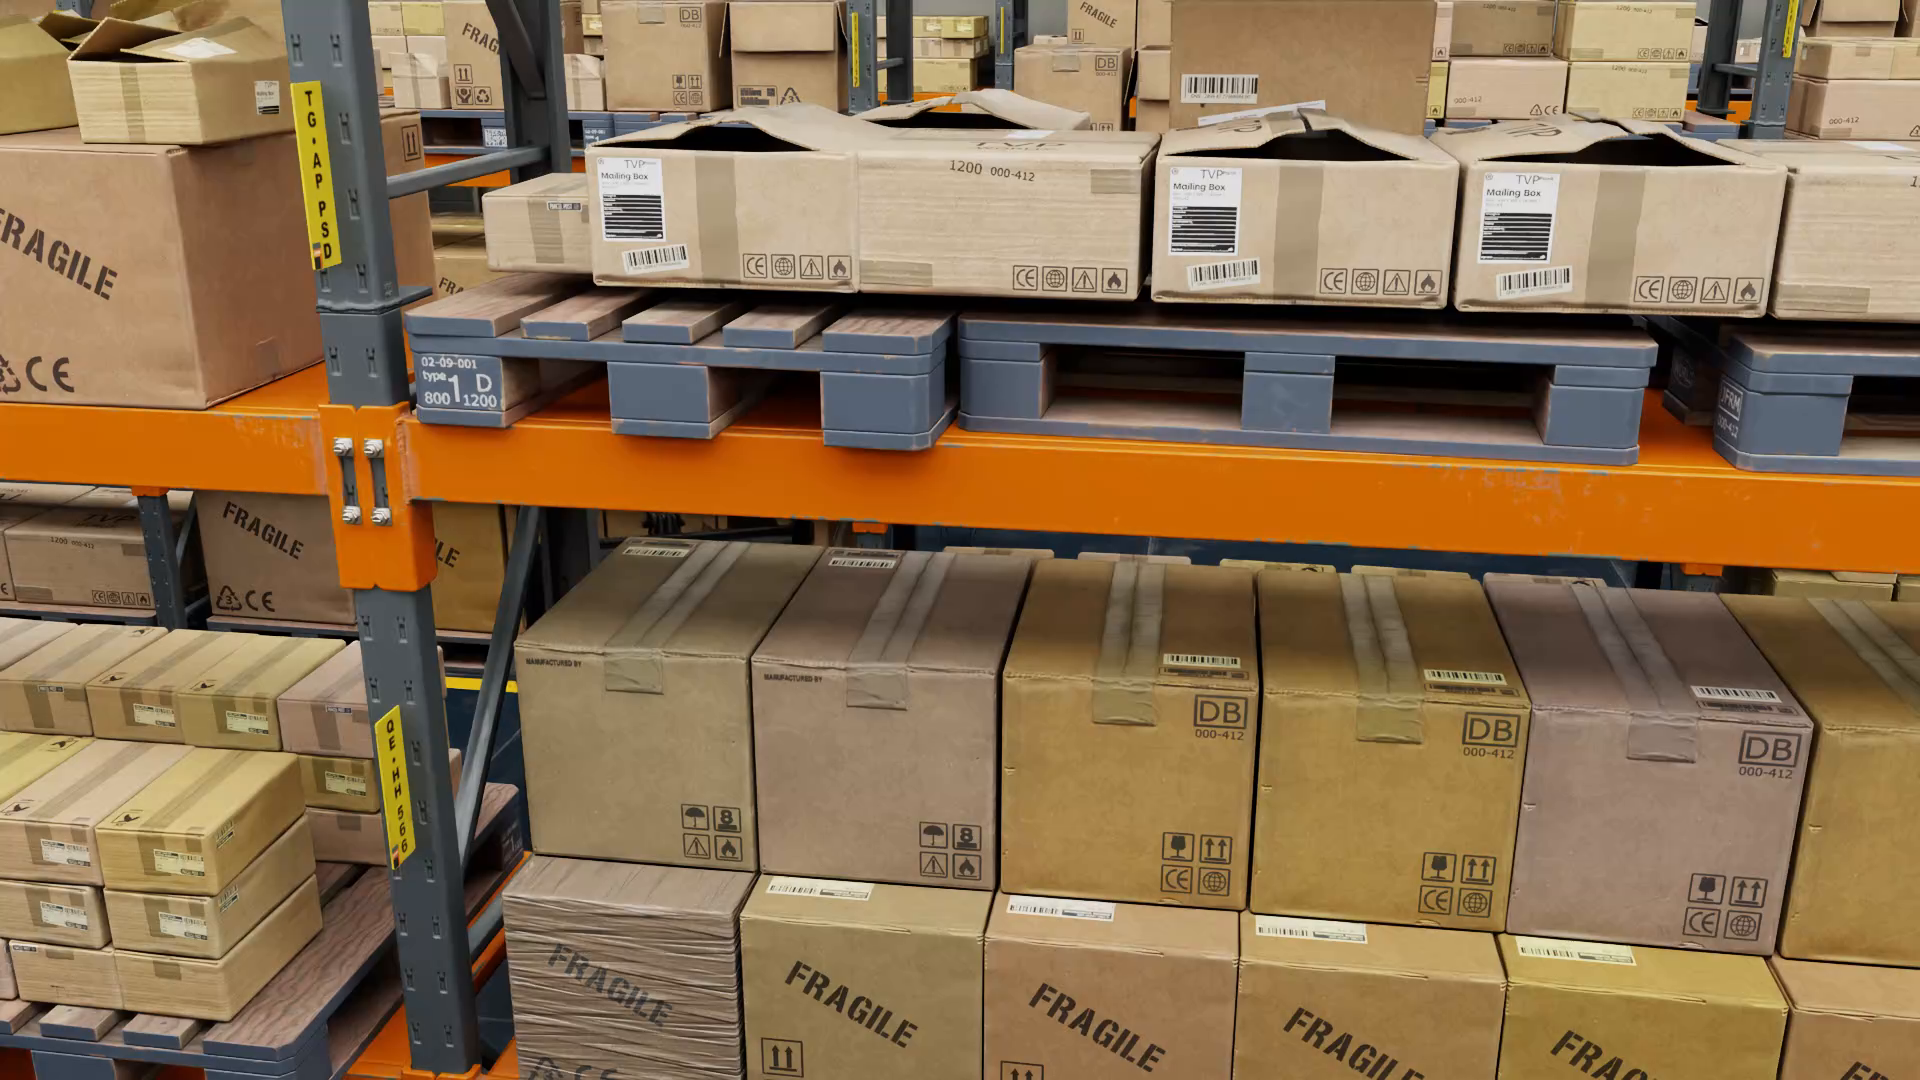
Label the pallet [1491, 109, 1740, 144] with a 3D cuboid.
[{"bbox_3d":[2.975,-1.909,7.850,1.003,0.211,1.213,3,19,9],"label":"pallet"}]

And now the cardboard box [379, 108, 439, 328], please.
[{"bbox_3d":[-1.589,-0.739,3.899,0.500,0.500,0.500,3,19,9],"label":"cardboard box"}]

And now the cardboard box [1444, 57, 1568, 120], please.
[{"bbox_3d":[2.469,-2.073,7.618,0.500,0.250,0.500,3,19,9],"label":"cardboard box"}]

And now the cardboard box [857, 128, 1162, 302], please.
[{"bbox_3d":[0.107,-0.624,3.131,0.500,0.250,0.500,3,19,10],"label":"cardboard box"}]

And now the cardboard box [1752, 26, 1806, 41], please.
[{"bbox_3d":[5.769,-3.502,11.707,0.258,0.266,0.396,2,19,7],"label":"cardboard box"}]

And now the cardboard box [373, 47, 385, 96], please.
[{"bbox_3d":[-3.427,-2.515,8.843,0.500,0.311,0.500,3,19,9],"label":"cardboard box"}]

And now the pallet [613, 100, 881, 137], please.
[{"bbox_3d":[-1.026,-2.061,8.307,1.003,0.211,1.213,4,19,11],"label":"pallet"}]

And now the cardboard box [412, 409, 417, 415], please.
[{"bbox_3d":[-2.924,-0.682,8.849,0.500,0.250,0.500,3,19,8],"label":"cardboard box"}]

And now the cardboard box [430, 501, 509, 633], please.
[{"bbox_3d":[-2.813,-0.056,9.431,0.875,0.875,0.875,3,19,10],"label":"cardboard box"}]

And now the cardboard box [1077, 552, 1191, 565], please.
[{"bbox_3d":[0.905,0.401,8.858,0.625,0.372,0.950,3,19,8],"label":"cardboard box"}]

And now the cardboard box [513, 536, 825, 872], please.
[{"bbox_3d":[-0.625,0.347,3.804,0.500,0.500,0.700,3,19,8],"label":"cardboard box"}]

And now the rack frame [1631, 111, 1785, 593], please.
[{"bbox_3d":[3.568,-0.511,8.104,0.127,3.000,1.000,3,19,9],"label":"rack frame"}]

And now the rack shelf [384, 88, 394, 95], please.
[{"bbox_3d":[-5.522,-3.651,13.894,4.000,0.370,1.077,3,19,9],"label":"rack shelf"}]

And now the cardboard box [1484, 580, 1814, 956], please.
[{"bbox_3d":[1.384,0.449,3.500,0.500,0.500,0.700,3,19,9],"label":"cardboard box"}]

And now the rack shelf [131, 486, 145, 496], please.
[{"bbox_3d":[-6.306,-0.673,9.722,4.000,0.370,1.077,3,19,9],"label":"rack shelf"}]

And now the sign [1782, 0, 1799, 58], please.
[{"bbox_3d":[3.483,-2.192,6.963,0.005,0.325,0.100,3,19,9],"label":"sign"}]

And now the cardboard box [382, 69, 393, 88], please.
[{"bbox_3d":[-4.454,-3.728,13.385,0.250,0.149,0.380,4,19,10],"label":"cardboard box"}]

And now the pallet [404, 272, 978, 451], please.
[{"bbox_3d":[-0.423,-0.474,3.562,1.003,0.211,1.213,4,19,11],"label":"pallet"}]

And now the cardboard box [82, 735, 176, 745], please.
[{"bbox_3d":[-2.044,0.510,4.318,0.250,0.149,0.380,2,19,7],"label":"cardboard box"}]

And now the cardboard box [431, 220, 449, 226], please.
[{"bbox_3d":[-4.586,-2.509,13.842,0.500,0.250,0.500,3,19,9],"label":"cardboard box"}]

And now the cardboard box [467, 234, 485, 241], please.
[{"bbox_3d":[-2.327,-1.415,9.071,0.500,0.500,0.500,3,19,10],"label":"cardboard box"}]

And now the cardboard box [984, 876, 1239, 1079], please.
[{"bbox_3d":[0.334,0.953,3.569,0.500,0.500,0.500,3,19,9],"label":"cardboard box"}]

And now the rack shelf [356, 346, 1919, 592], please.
[{"bbox_3d":[0.908,-0.137,3.393,4.000,0.370,1.077,3,19,9],"label":"rack shelf"}]

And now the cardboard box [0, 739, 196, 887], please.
[{"bbox_3d":[-1.871,0.587,3.619,0.250,0.149,0.380,3,19,8],"label":"cardboard box"}]

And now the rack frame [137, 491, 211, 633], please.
[{"bbox_3d":[-4.331,-0.914,9.307,0.127,3.000,1.000,3,19,9],"label":"rack frame"}]

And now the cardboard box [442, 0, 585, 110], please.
[{"bbox_3d":[-2.168,-2.380,8.141,0.500,0.500,0.500,3,19,9],"label":"cardboard box"}]

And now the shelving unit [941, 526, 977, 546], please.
[{"bbox_3d":[-0.008,-0.427,11.162,0.210,0.900,0.258,3,19,9],"label":"shelving unit"}]

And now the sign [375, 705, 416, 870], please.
[{"bbox_3d":[-1.144,0.502,3.375,0.005,0.325,0.100,3,19,9],"label":"sign"}]

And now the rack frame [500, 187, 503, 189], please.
[{"bbox_3d":[-3.547,-2.469,13.955,0.127,3.000,1.000,3,19,9],"label":"rack frame"}]

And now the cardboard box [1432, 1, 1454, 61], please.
[{"bbox_3d":[1.964,-2.333,7.607,0.500,0.250,0.500,3,19,10],"label":"cardboard box"}]

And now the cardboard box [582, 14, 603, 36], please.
[{"bbox_3d":[-2.804,-3.991,12.883,0.250,0.149,0.380,3,19,8],"label":"cardboard box"}]

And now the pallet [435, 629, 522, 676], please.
[{"bbox_3d":[-2.349,0.484,9.523,1.213,0.211,1.003,3,19,9],"label":"pallet"}]

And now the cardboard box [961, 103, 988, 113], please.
[{"bbox_3d":[0.155,-1.989,8.006,0.258,0.266,0.396,3,19,9],"label":"cardboard box"}]

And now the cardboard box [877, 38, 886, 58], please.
[{"bbox_3d":[-0.494,-3.791,12.787,0.250,0.149,0.380,3,19,10],"label":"cardboard box"}]

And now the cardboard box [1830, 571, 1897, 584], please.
[{"bbox_3d":[4.221,0.070,7.835,0.250,0.149,0.380,3,19,9],"label":"cardboard box"}]

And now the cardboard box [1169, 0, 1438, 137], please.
[{"bbox_3d":[0.694,-0.873,3.482,0.500,0.500,0.500,3,19,9],"label":"cardboard box"}]

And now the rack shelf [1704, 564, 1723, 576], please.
[{"bbox_3d":[5.542,-0.070,7.917,4.000,0.370,1.077,3,19,9],"label":"rack shelf"}]

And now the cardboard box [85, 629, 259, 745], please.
[{"bbox_3d":[-2.000,0.371,4.264,0.250,0.149,0.380,3,19,8],"label":"cardboard box"}]

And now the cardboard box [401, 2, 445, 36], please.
[{"bbox_3d":[-4.084,-4.149,13.227,0.500,0.250,0.500,3,19,9],"label":"cardboard box"}]

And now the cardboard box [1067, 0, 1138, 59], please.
[{"bbox_3d":[1.079,-3.872,12.442,0.500,0.500,0.500,3,19,9],"label":"cardboard box"}]

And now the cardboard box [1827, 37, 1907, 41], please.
[{"bbox_3d":[4.184,-2.256,7.731,0.250,0.149,0.380,2,19,7],"label":"cardboard box"}]

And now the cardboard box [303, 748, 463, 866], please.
[{"bbox_3d":[-1.477,0.677,4.285,0.250,0.149,0.380,3,19,8],"label":"cardboard box"}]

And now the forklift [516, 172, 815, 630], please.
[{"bbox_3d":[-1.023,0.217,6.034,1.130,2.935,3.031,-5,19,-14],"label":"forklift"}]

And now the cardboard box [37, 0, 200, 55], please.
[{"bbox_3d":[-1.932,-1.122,3.839,0.258,0.266,0.396,3,19,9],"label":"cardboard box"}]

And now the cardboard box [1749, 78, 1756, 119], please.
[{"bbox_3d":[4.048,-2.066,7.790,0.500,0.250,0.500,3,19,8],"label":"cardboard box"}]
